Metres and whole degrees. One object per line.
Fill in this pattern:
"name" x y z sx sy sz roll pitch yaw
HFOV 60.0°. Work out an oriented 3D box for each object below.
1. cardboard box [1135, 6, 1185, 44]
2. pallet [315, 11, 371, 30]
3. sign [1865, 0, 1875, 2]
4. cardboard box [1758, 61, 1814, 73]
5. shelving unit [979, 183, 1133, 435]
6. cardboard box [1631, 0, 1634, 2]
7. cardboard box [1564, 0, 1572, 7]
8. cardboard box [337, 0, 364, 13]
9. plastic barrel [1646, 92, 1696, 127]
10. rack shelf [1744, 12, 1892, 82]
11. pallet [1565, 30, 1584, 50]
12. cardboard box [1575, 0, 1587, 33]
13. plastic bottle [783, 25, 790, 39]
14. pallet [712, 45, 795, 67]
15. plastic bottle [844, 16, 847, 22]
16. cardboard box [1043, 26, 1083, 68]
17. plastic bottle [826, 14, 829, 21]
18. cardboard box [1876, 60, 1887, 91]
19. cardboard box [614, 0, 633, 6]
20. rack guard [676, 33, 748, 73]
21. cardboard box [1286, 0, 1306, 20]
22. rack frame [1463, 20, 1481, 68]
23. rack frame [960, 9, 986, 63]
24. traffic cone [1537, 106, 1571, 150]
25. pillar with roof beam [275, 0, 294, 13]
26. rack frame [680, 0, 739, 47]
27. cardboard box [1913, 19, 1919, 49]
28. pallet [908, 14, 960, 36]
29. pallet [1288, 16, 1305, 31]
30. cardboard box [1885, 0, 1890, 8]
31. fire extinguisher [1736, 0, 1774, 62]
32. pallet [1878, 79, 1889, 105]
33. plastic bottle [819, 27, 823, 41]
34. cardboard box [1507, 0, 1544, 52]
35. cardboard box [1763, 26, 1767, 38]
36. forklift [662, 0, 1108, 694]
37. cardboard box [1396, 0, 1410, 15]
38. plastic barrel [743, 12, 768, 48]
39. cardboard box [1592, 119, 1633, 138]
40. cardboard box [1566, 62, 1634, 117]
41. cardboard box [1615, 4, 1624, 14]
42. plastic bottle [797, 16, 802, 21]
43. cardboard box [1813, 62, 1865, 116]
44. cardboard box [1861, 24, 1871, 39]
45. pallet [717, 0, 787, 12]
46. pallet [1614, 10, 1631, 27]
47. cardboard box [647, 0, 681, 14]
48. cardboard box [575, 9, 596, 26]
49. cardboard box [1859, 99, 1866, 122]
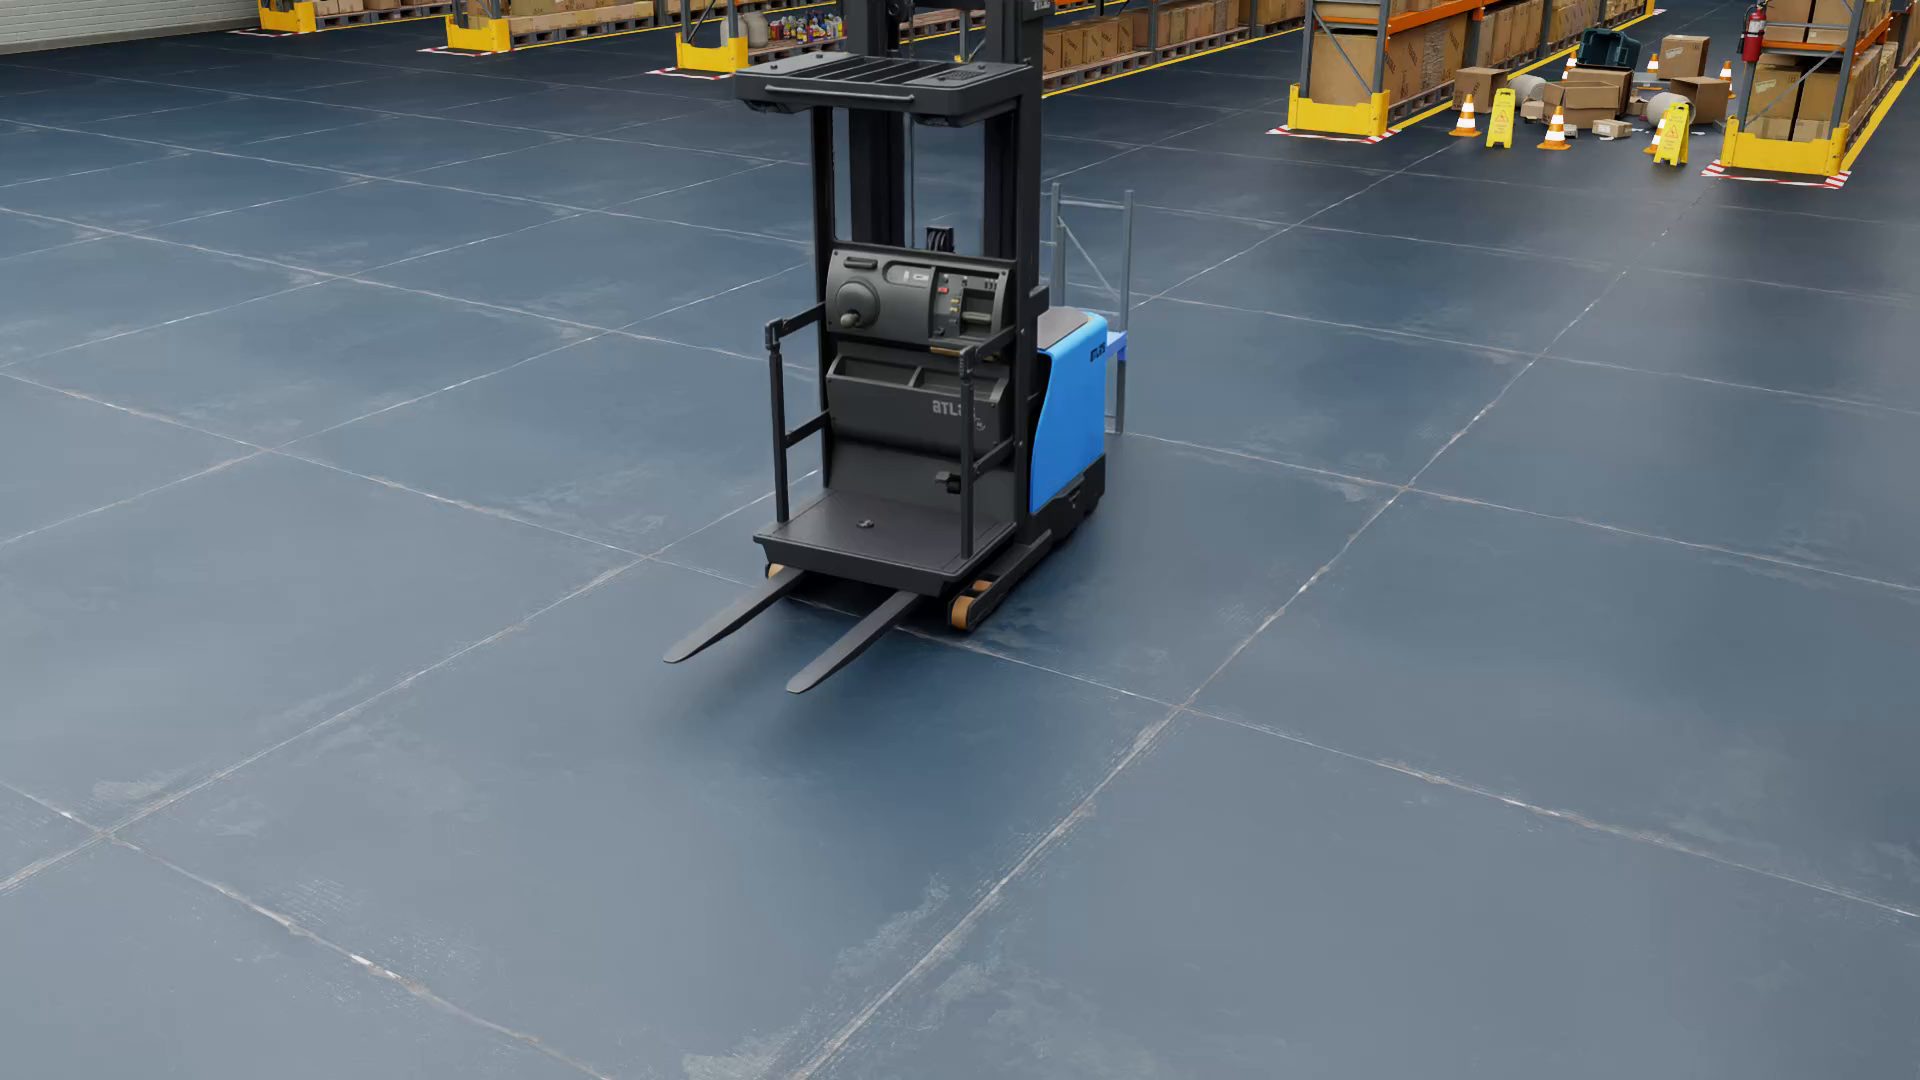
"cardboard box" 3.170 -8.235 26.589 0.700 0.500 0.500 14 27 29
"pallet" -11.676 -9.597 30.653 1.003 0.211 1.213 14 27 29
"sign" 9.330 -5.677 16.998 0.100 0.325 0.005 14 27 29
"cardboard box" 9.342 -5.170 18.906 0.500 0.500 0.500 15 28 31
"shelving unit" 0.555 -1.202 9.639 0.538 1.500 1.048 11 26 24
"cardboard box" 12.479 -10.226 31.282 0.380 0.149 0.250 14 27 30
"cardboard box" 9.667 -8.839 27.067 0.500 0.250 0.500 13 27 28
"cardboard box" -11.433 -9.959 30.810 0.500 0.311 0.500 16 28 33
"plastic barrel" 8.672 -5.225 20.288 0.421 0.421 0.512 -7 24 -17
"rack shelf" 9.924 -5.738 19.135 1.077 0.370 4.000 14 27 29
"pallet" 9.888 -8.490 28.097 1.003 0.211 1.213 14 27 29
"cardboard box" 10.219 -8.844 28.022 0.500 0.500 0.500 13 27 28
"plastic bottle" -2.816 -8.244 26.986 0.097 0.201 0.097 0 23 0
"pallet" -3.325 -7.537 25.894 1.003 0.211 1.213 14 27 29
"plastic bottle" -1.844 -8.502 27.394 0.144 0.351 0.185 12 26 26
"cardboard box" 1.426 -7.139 24.083 0.500 0.500 0.500 17 29 34
"plastic bottle" -2.245 -8.661 27.846 0.061 0.283 0.133 14 27 29
"cardboard box" 11.630 -6.151 21.962 0.950 0.372 0.625 16 28 32
"cardboard box" -6.187 -9.804 29.609 0.500 0.500 0.500 14 27 29
"rack guard" -3.758 -7.396 25.206 1.175 0.500 0.348 14 27 29
"cardboard box" 5.528 -9.916 30.025 1.225 0.875 0.875 14 27 29
"rack frame" 6.720 -7.747 22.868 1.000 3.000 0.127 14 27 29
"rack frame" 0.450 -7.470 22.230 1.000 3.000 0.127 14 27 29
"traffic cone" 6.877 -4.762 19.168 0.336 0.463 0.334 14 27 29
"pillar with roof beam" -8.883 -12.853 27.112 9.100 9.000 0.400 14 27 29
"rack frame" -3.758 -8.508 24.627 1.000 3.000 0.127 14 27 29
"cardboard box" 14.470 -8.129 25.897 0.875 0.875 0.875 15 27 30
"pallet" -0.624 -9.265 29.886 1.003 0.211 1.213 14 27 29
"pallet" 5.794 -9.551 30.546 1.003 0.211 1.213 14 27 29
"cardboard box" 10.690 -6.548 19.601 0.500 0.500 0.500 15 28 31
"fire extinguisher" 8.417 -5.416 17.582 0.296 0.674 0.183 14 27 29
"pallet" 12.031 -6.140 22.668 1.003 0.211 1.213 14 27 29
"plastic bottle" -2.251 -8.155 26.781 0.097 0.201 0.097 0 23 0
"cardboard box" 8.433 -8.070 25.919 1.050 0.750 0.750 13 27 28
"cardboard box" 8.924 -5.558 18.129 0.380 0.149 0.250 14 27 28
"forklift" -0.298 -1.117 7.640 1.130 2.935 3.031 11 26 24
"cardboard box" 5.039 -6.790 20.471 0.875 0.550 0.550 14 27 29
"plastic barrel" -3.211 -7.966 25.979 0.421 0.512 0.421 0 23 0
"cardboard box" 7.844 -4.950 19.998 0.250 0.149 0.380 -12 26 -26
"cardboard box" 8.131 -5.751 21.230 0.797 0.637 0.503 14 27 29
"cardboard box" 12.055 -9.833 30.748 0.380 0.149 0.250 13 27 28
"plastic bottle" -2.648 -8.517 27.514 0.061 0.283 0.133 15 28 31
"cardboard box" 9.814 -5.068 18.670 0.500 0.500 0.500 13 26 27
"cardboard box" 9.727 -5.586 18.194 0.380 0.149 0.250 14 27 30
"pallet" -4.212 -10.698 33.196 1.003 0.211 1.213 14 27 29
"pallet" 11.907 -9.814 31.155 1.003 0.211 1.213 14 27 29
"cardboard box" -5.431 -9.912 30.804 0.500 0.250 0.500 13 27 28
"cardboard box" -6.700 -9.118 28.970 0.500 0.250 0.500 14 27 29
"cardboard box" 10.351 -5.066 19.609 0.500 0.250 0.500 14 27 30
